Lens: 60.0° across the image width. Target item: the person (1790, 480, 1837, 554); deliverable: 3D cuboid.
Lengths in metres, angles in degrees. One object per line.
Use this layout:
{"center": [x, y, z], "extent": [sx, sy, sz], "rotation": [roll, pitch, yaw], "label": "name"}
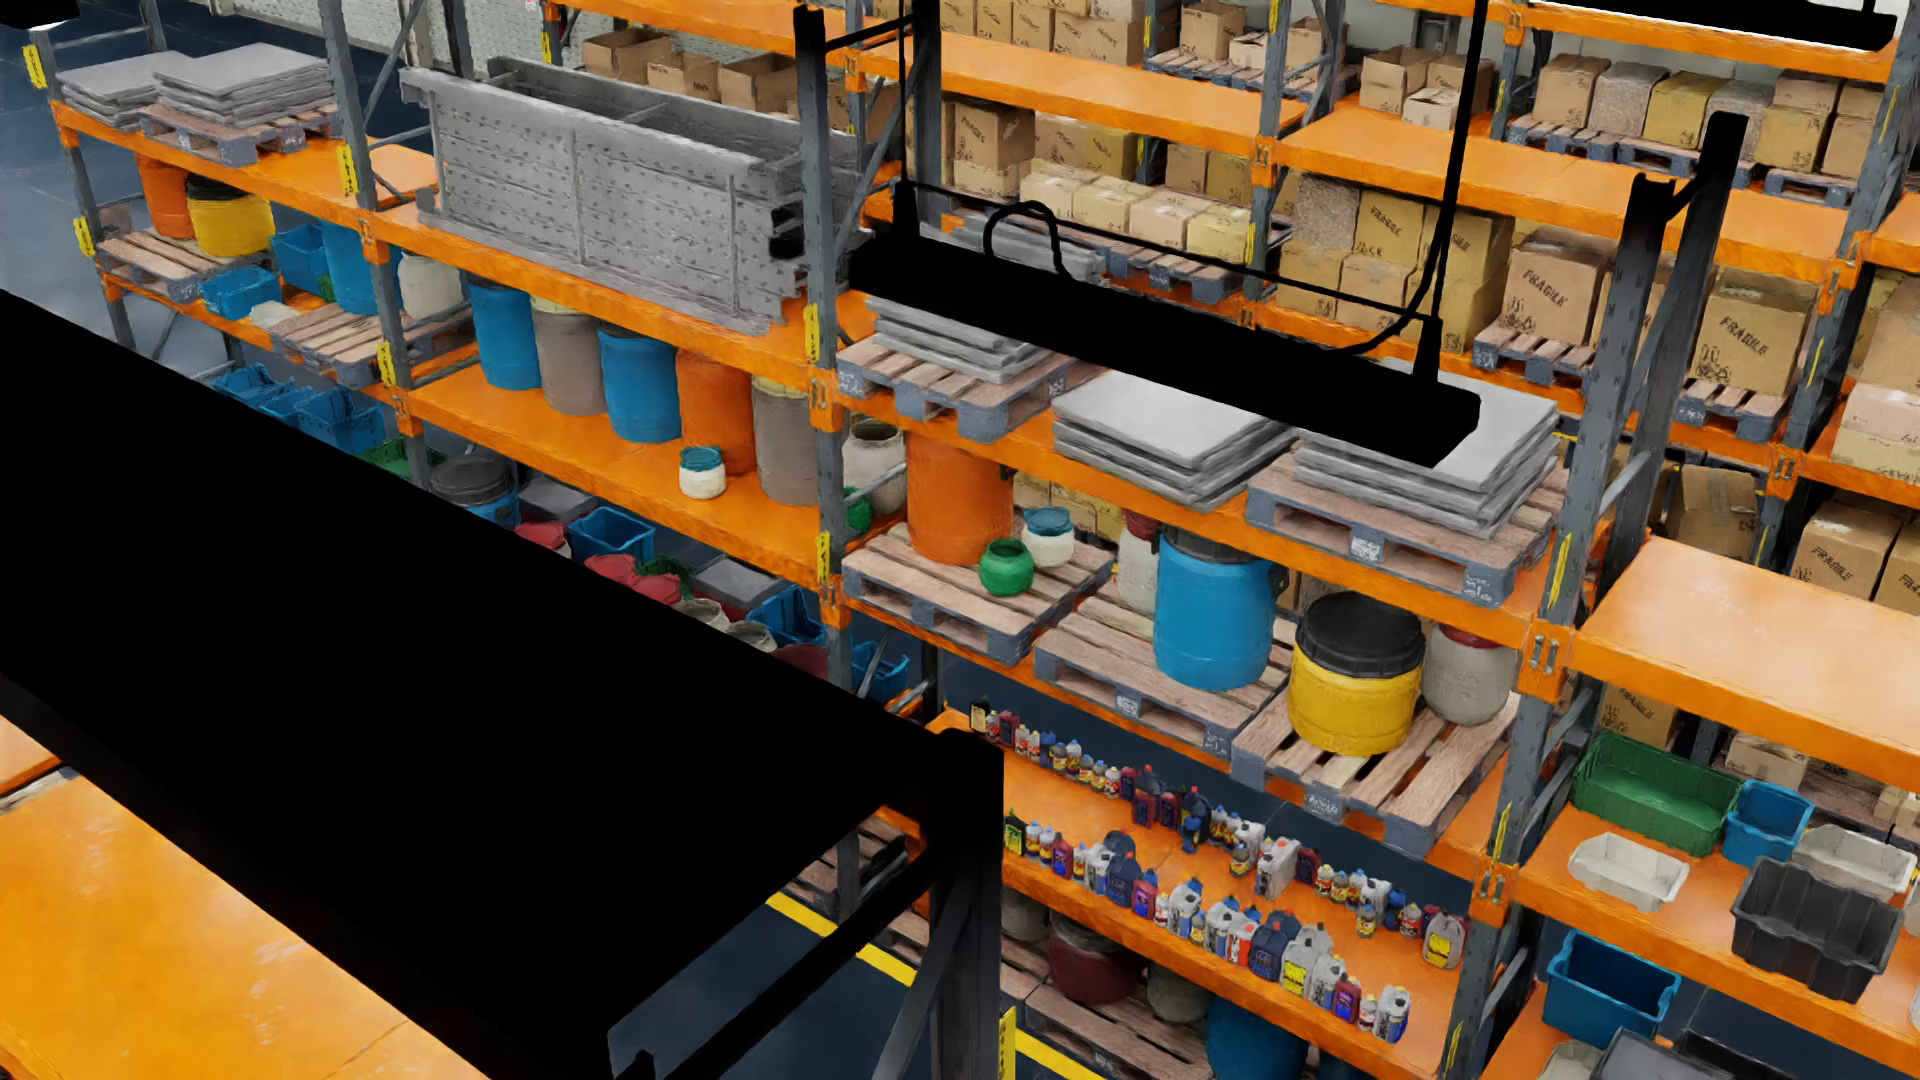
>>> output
{"center": [7.235, -0.284, 14.056], "extent": [0.594, 1.726, 0.466], "rotation": [8, 32, 13], "label": "person"}
